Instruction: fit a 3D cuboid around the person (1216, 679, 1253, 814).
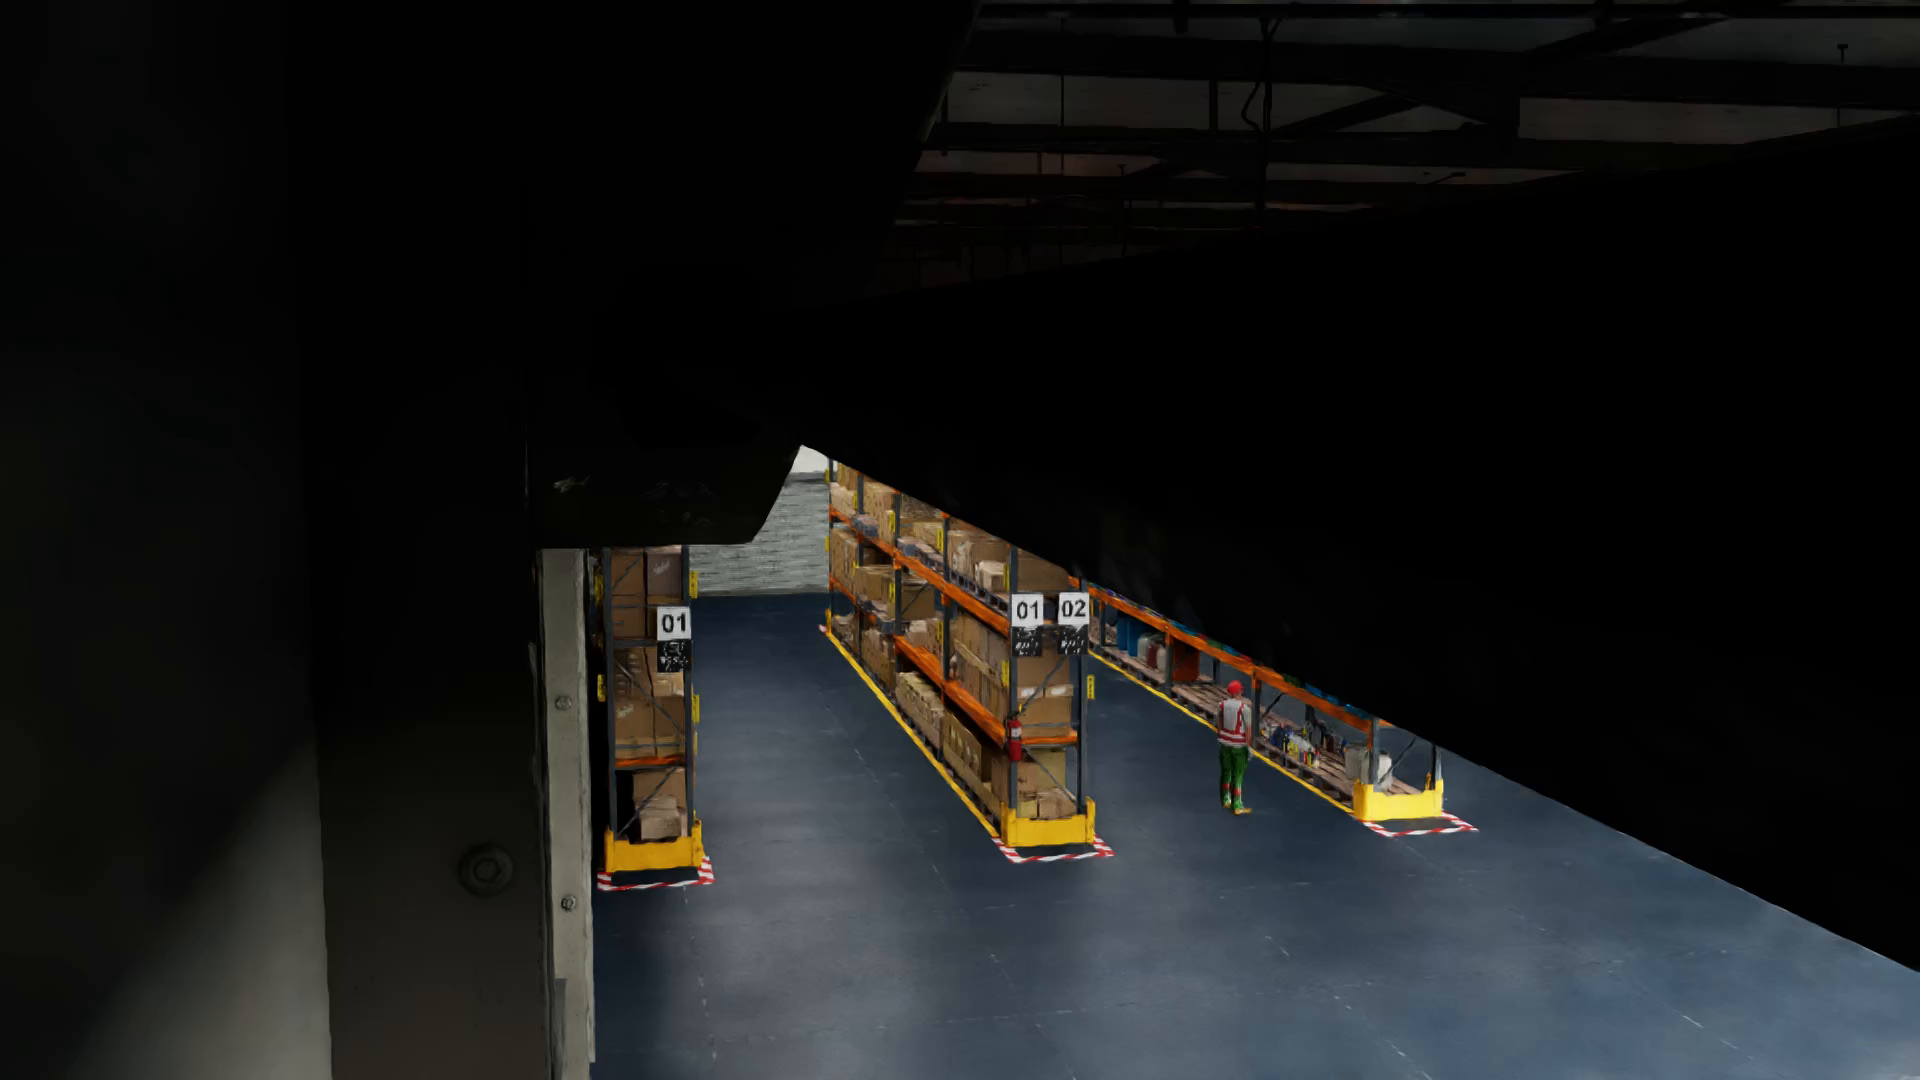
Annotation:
[{"bbox_3d":[3.731,2.766,22.480,0.451,1.781,0.605,-6,9,-42],"label":"person"}]
